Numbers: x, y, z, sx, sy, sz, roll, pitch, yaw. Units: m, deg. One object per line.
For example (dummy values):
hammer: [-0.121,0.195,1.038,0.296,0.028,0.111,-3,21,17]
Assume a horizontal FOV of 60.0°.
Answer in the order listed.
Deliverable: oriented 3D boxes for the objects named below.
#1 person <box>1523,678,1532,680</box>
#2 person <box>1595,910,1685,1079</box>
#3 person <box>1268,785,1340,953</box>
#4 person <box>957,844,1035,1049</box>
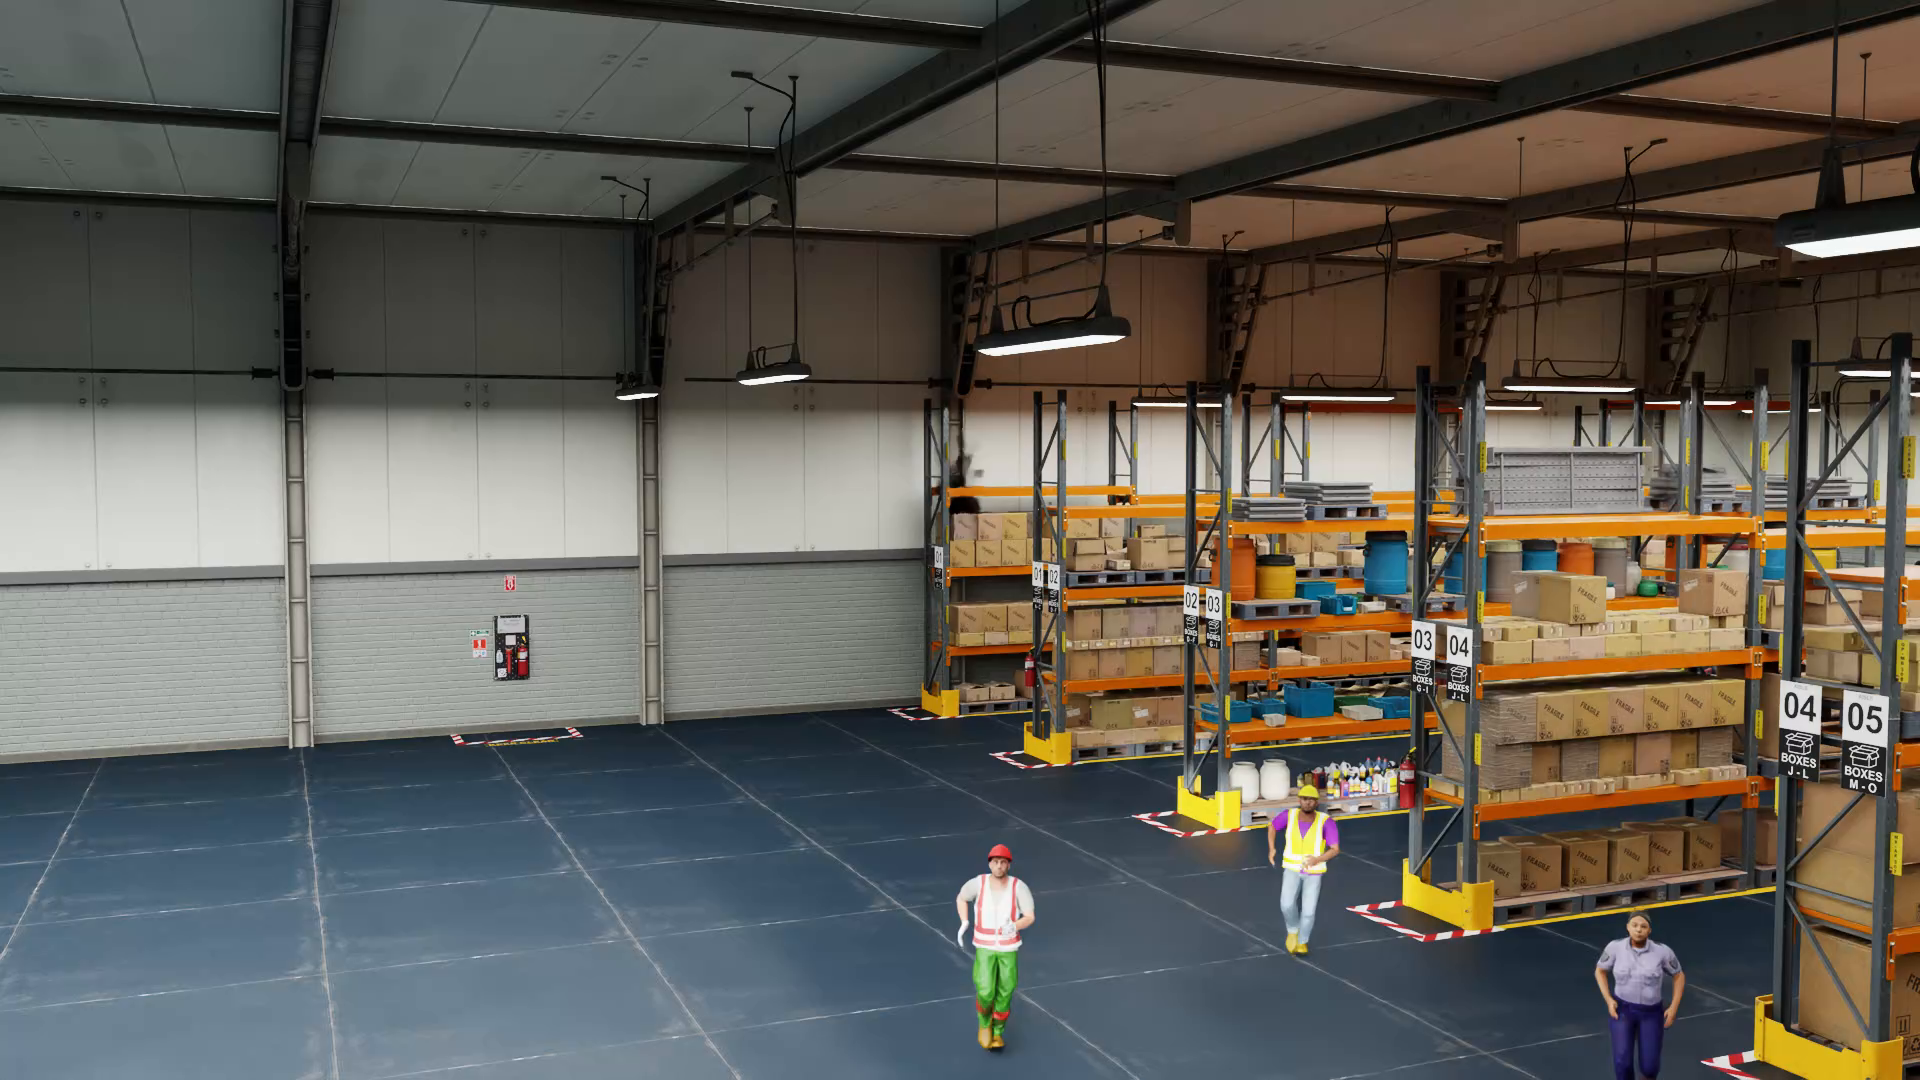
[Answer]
person: [9.711,2.657,27.863,0.683,1.755,0.736,-2,4,-30]
person: [5.205,3.624,12.754,0.641,1.614,0.586,1,4,23]
person: [3.432,3.309,16.667,0.723,1.717,0.618,1,3,15]
person: [0.308,3.444,14.011,0.652,1.752,0.641,0,3,-2]
